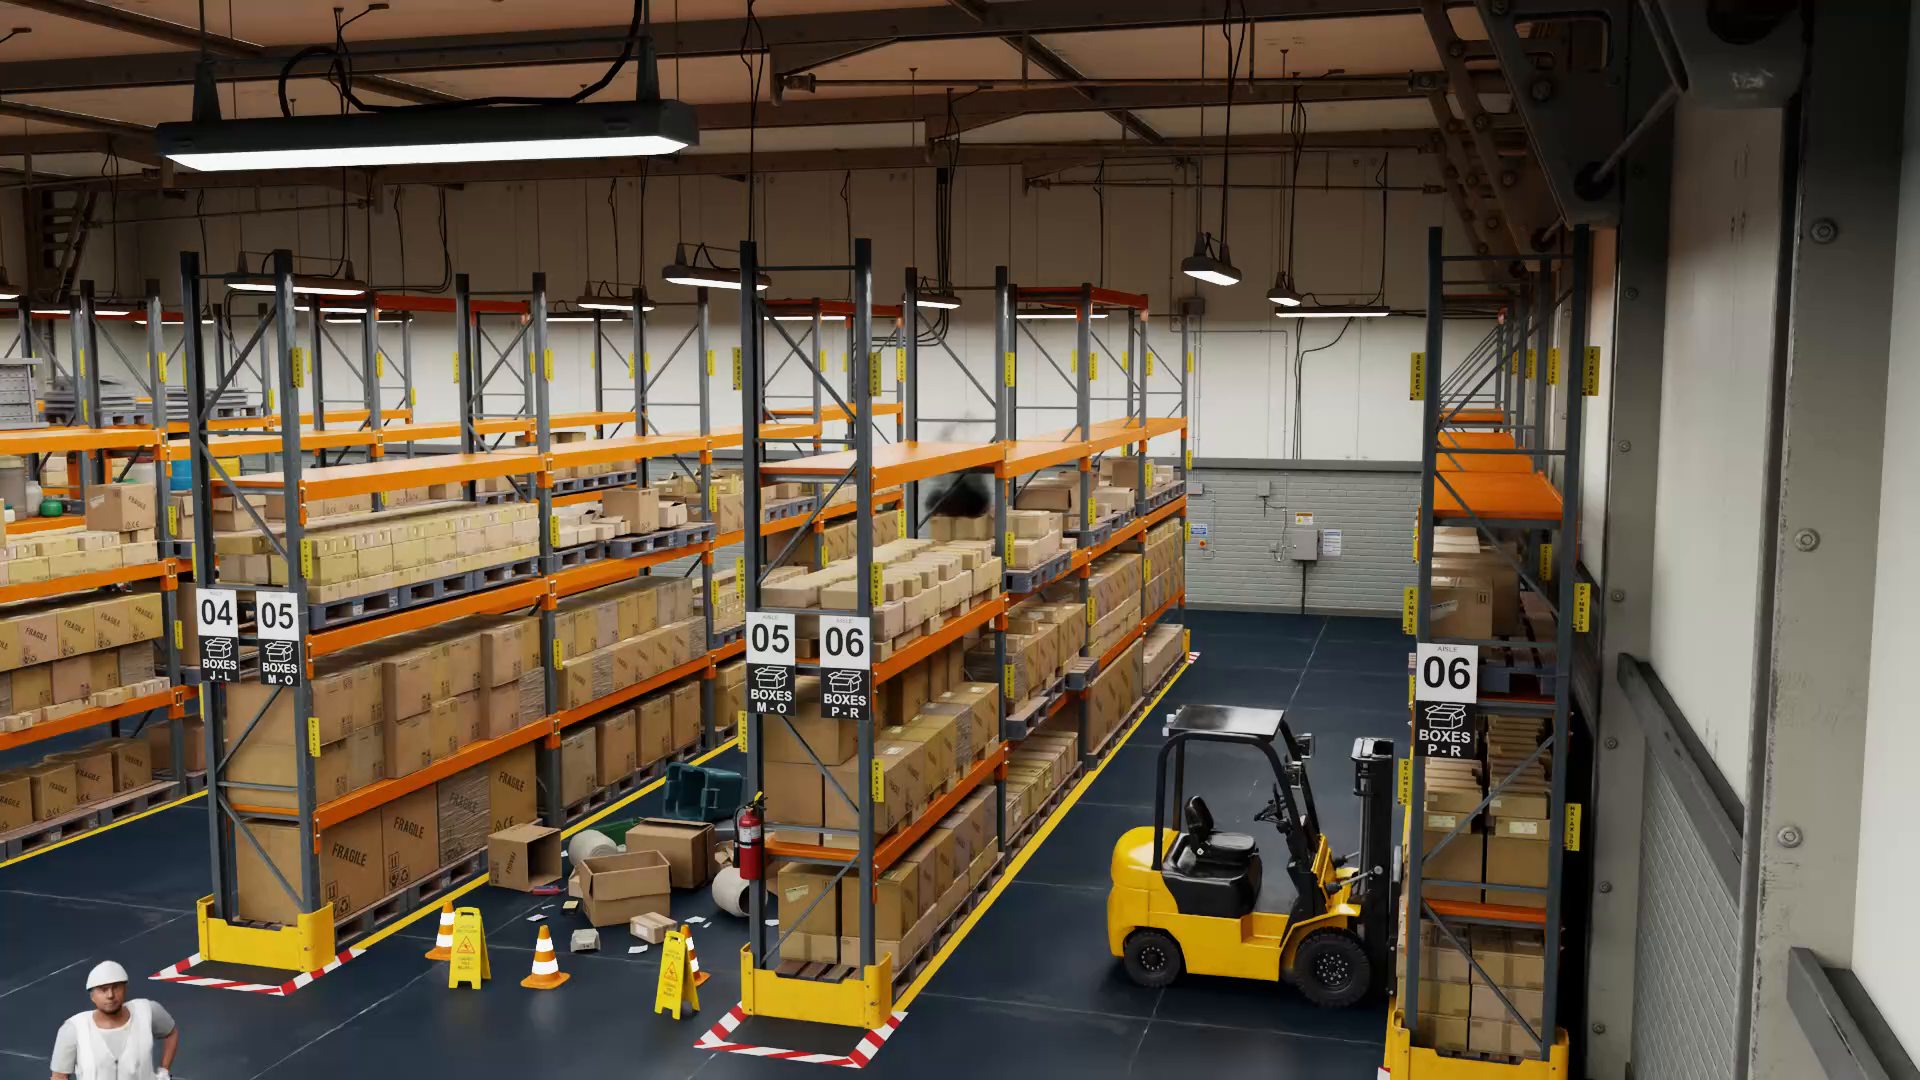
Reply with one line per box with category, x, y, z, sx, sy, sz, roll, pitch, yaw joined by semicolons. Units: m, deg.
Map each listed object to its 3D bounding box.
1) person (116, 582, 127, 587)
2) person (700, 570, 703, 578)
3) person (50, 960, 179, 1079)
person;-13.964;1.196;27.945;0.570;1.646;0.949;1;7;12
person;-4.094;1.305;26.904;0.672;1.729;0.952;2;7;20
person;-4.708;3.250;9.328;0.660;1.776;0.641;-4;7;-29
